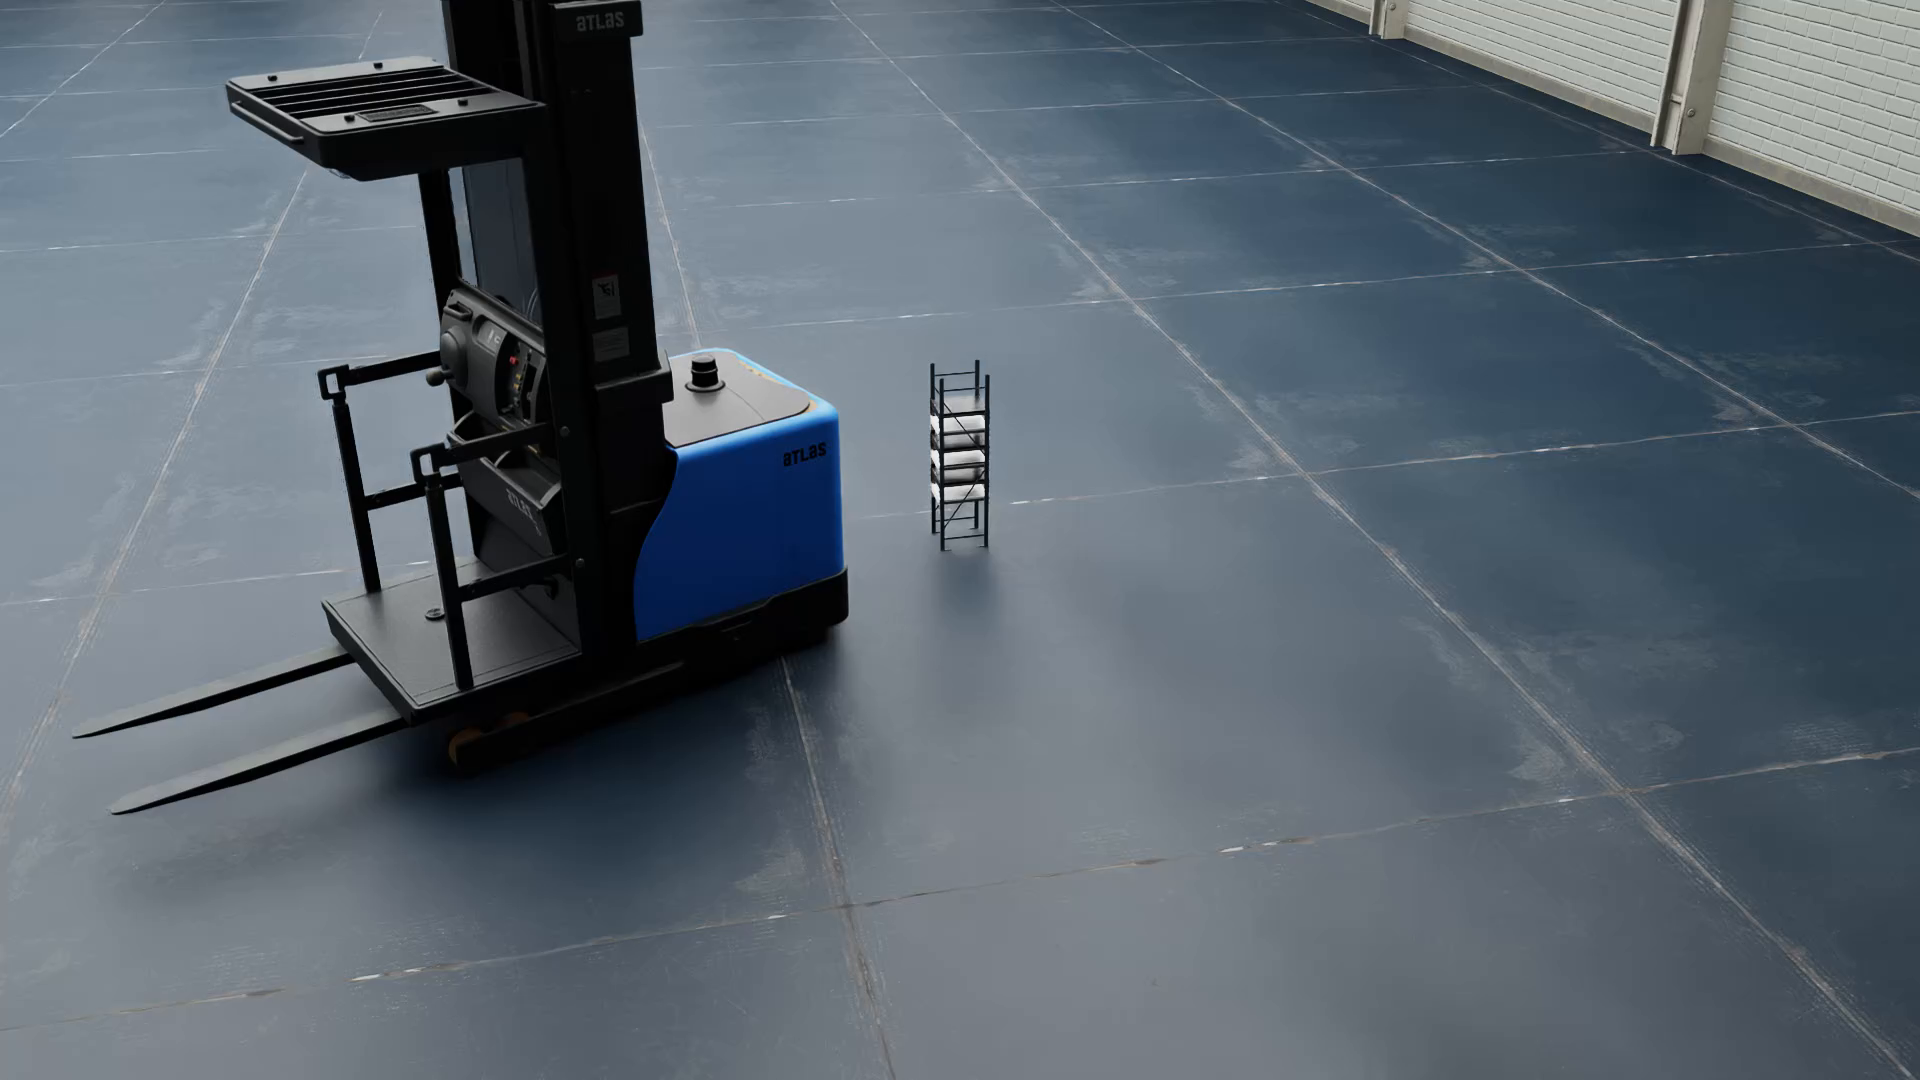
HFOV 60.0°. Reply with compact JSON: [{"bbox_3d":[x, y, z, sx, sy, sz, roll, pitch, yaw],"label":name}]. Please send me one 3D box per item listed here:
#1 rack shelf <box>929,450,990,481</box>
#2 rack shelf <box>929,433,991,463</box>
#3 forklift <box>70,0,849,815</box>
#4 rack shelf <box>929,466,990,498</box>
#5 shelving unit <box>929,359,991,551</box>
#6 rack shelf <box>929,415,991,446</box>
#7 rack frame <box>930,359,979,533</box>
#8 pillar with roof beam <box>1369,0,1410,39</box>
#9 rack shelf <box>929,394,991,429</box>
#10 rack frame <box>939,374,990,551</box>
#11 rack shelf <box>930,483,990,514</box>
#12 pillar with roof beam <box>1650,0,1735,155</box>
[{"bbox_3d":[-0.002,-0.376,8.069,0.258,0.077,0.200,-6,27,-12],"label":"rack shelf"},{"bbox_3d":[-0.002,-0.456,8.029,0.258,0.077,0.200,-6,27,-12],"label":"rack shelf"},{"bbox_3d":[-1.977,-0.677,6.339,3.031,2.935,1.130,-19,32,-33],"label":"forklift"},{"bbox_3d":[-0.002,-0.295,8.110,0.258,0.077,0.200,-6,27,-12],"label":"rack shelf"},{"bbox_3d":[-0.002,-0.405,8.054,0.258,0.900,0.210,-6,27,-12],"label":"shelving unit"},{"bbox_3d":[-0.002,-0.536,7.988,0.258,0.077,0.200,-6,27,-12],"label":"rack shelf"},{"bbox_3d":[-0.025,-0.450,8.143,0.240,0.900,0.006,-6,27,-12],"label":"rack frame"},{"bbox_3d":[1.114,-9.847,17.772,9.100,9.000,0.400,-6,27,-12],"label":"pillar with roof beam"},{"bbox_3d":[-0.002,-0.617,7.948,0.258,0.077,0.200,-6,27,-12],"label":"rack shelf"},{"bbox_3d":[0.021,-0.361,7.966,0.240,0.900,0.006,-6,27,-12],"label":"rack frame"},{"bbox_3d":[-0.002,-0.215,8.150,0.258,0.077,0.200,-6,27,-12],"label":"rack shelf"},{"bbox_3d":[2.466,-7.213,12.553,9.100,9.000,0.400,-6,27,-12],"label":"pillar with roof beam"}]
